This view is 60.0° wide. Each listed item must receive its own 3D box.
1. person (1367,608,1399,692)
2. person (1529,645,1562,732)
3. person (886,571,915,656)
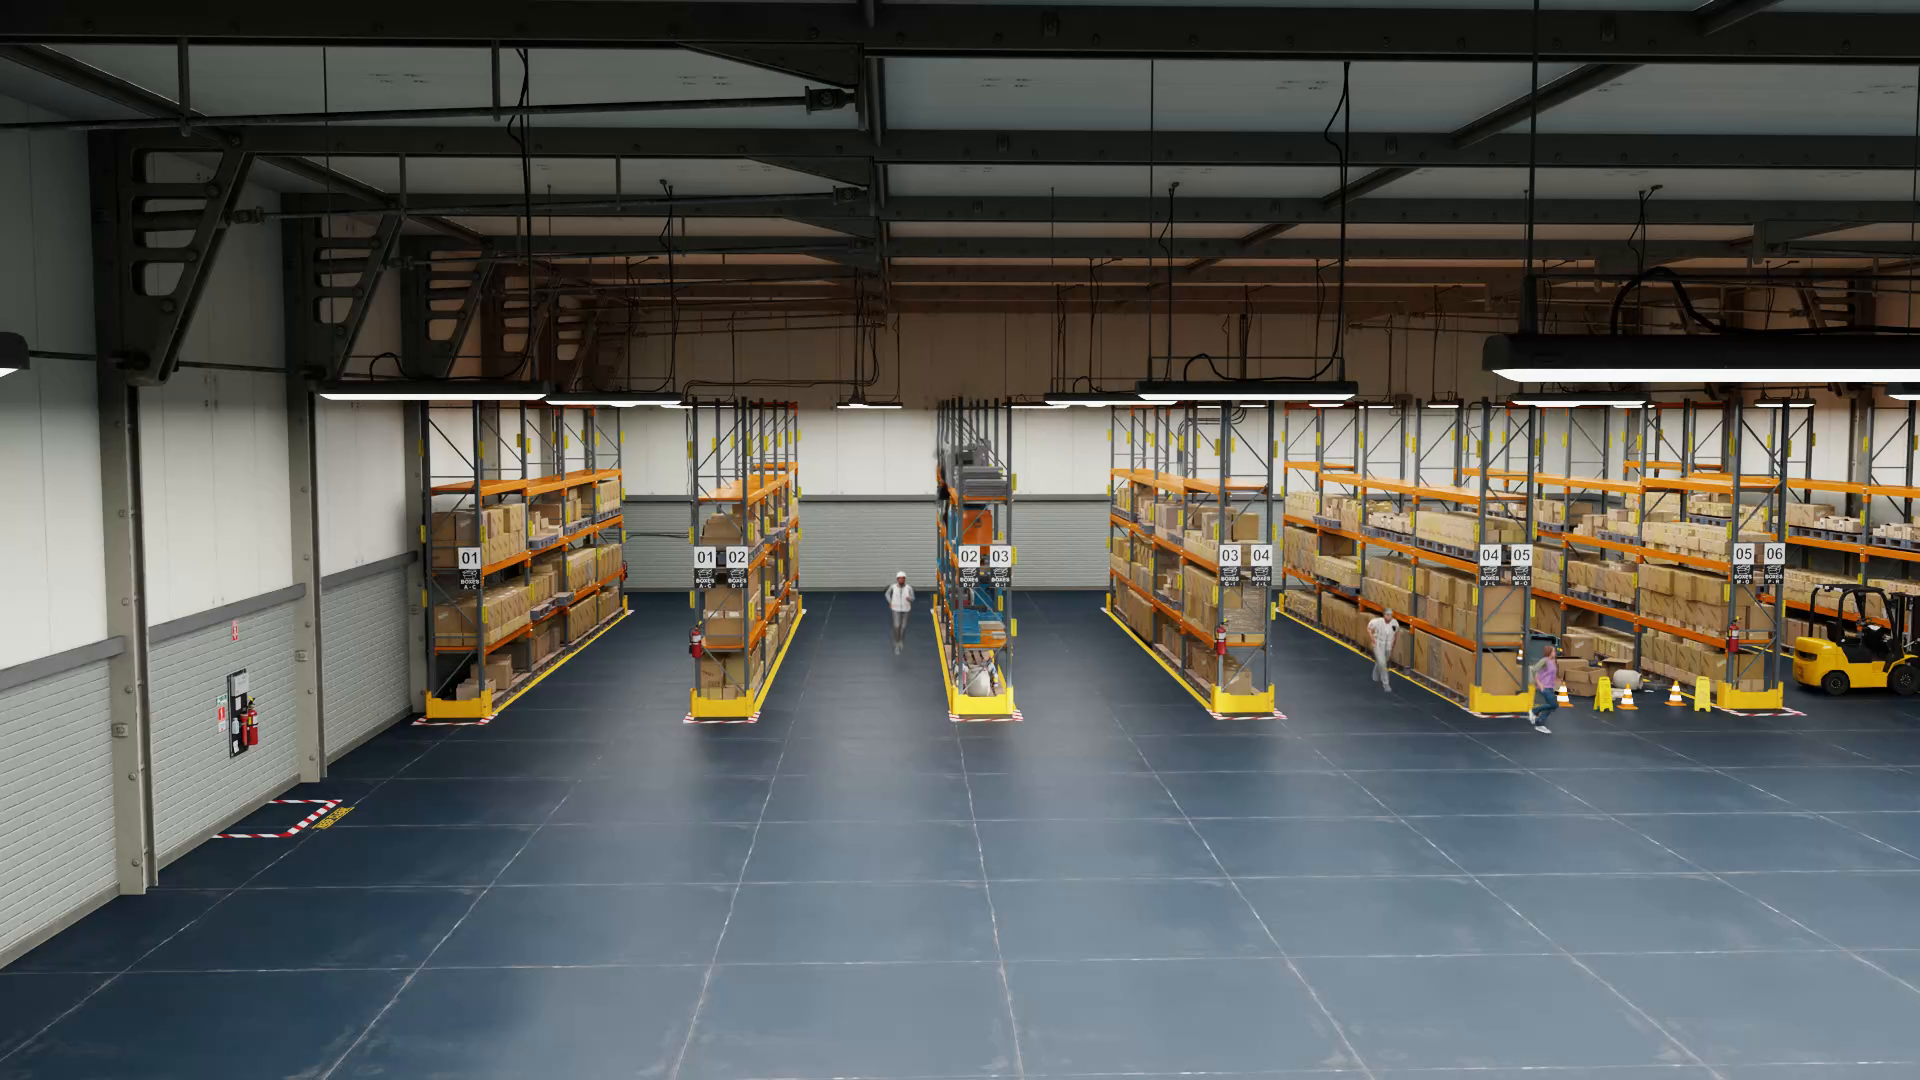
[{"bbox_3d":[8.715,2.230,34.385,0.673,1.758,1.016,0,4,-5],"label":"person"},{"bbox_3d":[10.489,2.657,29.757,0.526,1.558,0.549,4,6,44],"label":"person"},{"bbox_3d":[-1.340,1.658,37.778,0.638,1.890,0.754,-1,4,-10],"label":"person"}]
